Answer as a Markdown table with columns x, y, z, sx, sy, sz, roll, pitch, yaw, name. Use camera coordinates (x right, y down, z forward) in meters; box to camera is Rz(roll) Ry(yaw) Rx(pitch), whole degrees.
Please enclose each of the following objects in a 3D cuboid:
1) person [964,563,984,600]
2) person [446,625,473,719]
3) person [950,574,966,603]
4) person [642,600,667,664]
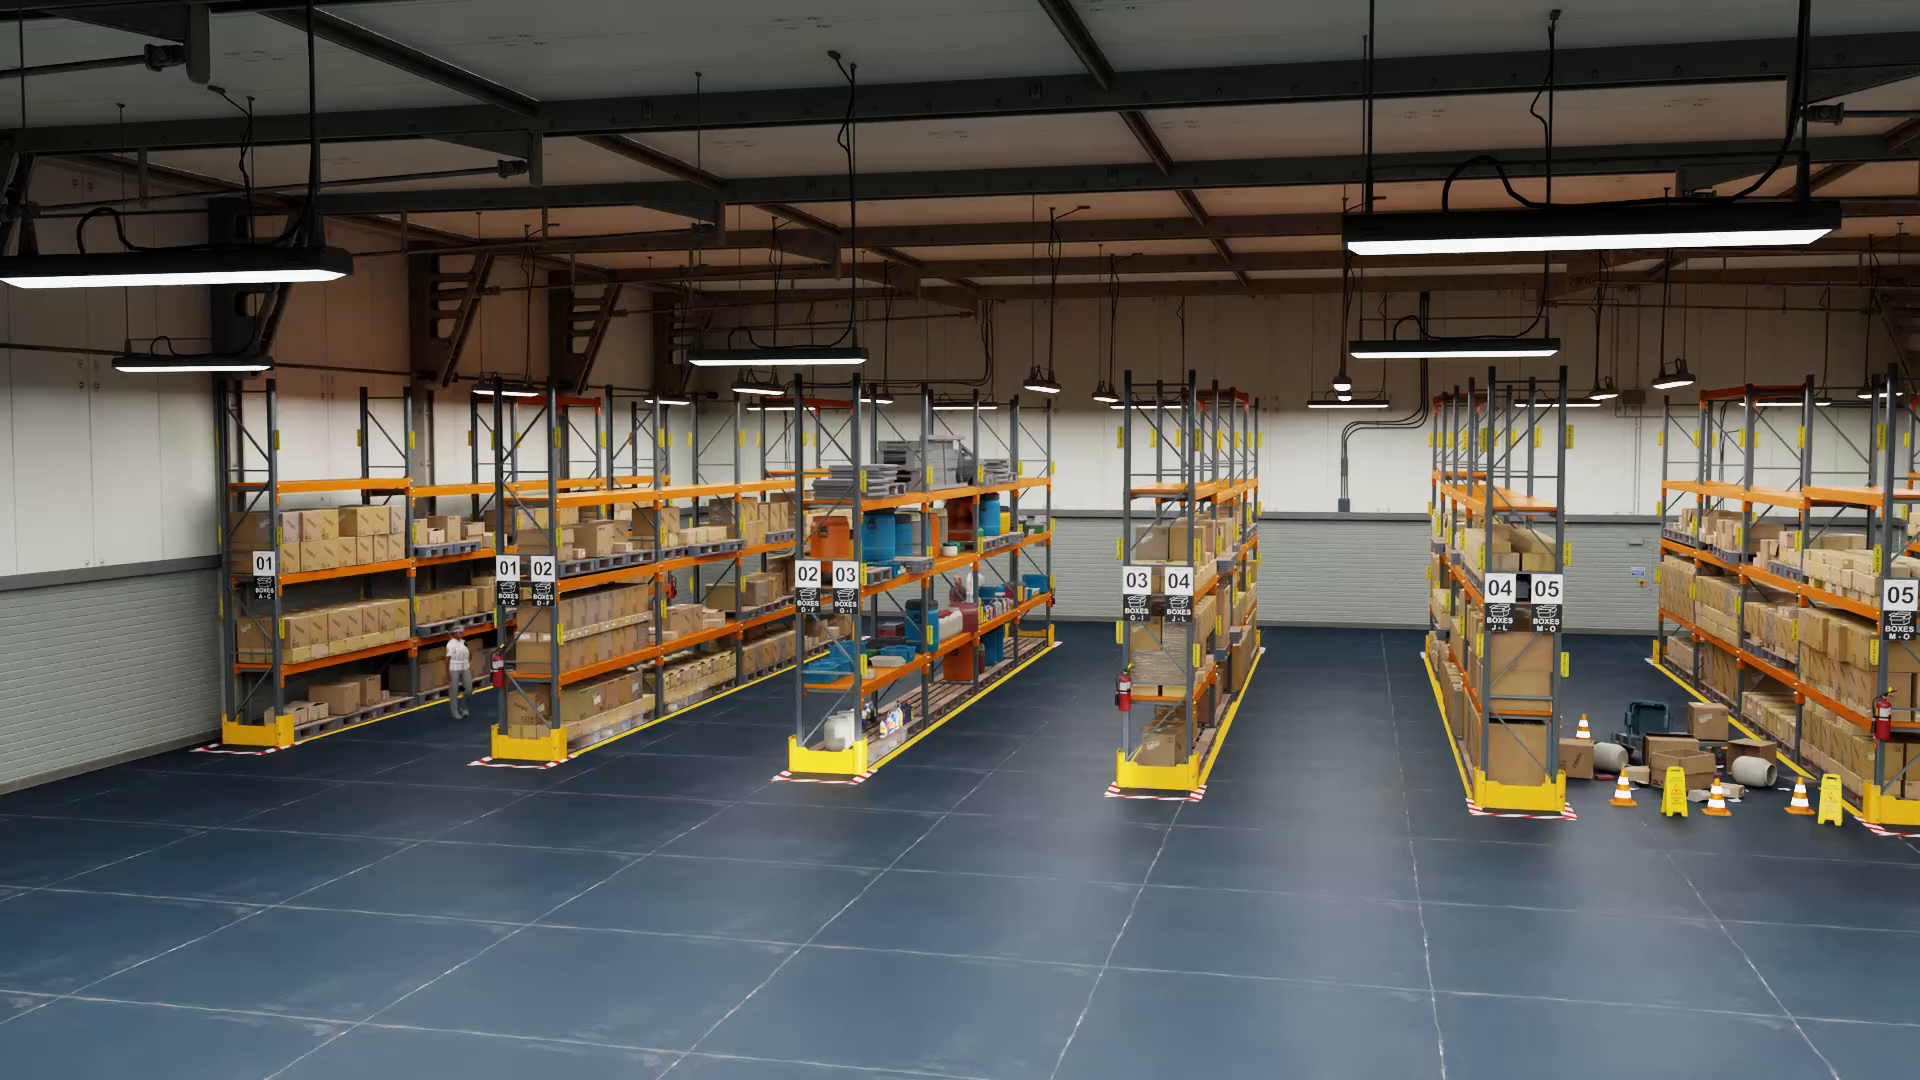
| x | y | z | sx | sy | sz | roll | pitch | yaw | name |
| --- | --- | --- | --- | --- | --- | --- | --- | --- | --- |
| 0.340 | 1.479 | 43.671 | 0.482 | 1.791 | 0.500 | -2 | 4 | -36 | person |
| -9.070 | 2.367 | 30.030 | 0.438 | 1.696 | 0.520 | 3 | 5 | 40 | person |
| 0.020 | 1.718 | 39.936 | 0.572 | 1.801 | 0.614 | 2 | 4 | 27 | person |
| -6.425 | 2.100 | 35.051 | 0.624 | 1.663 | 0.532 | -3 | 5 | -44 | person |
